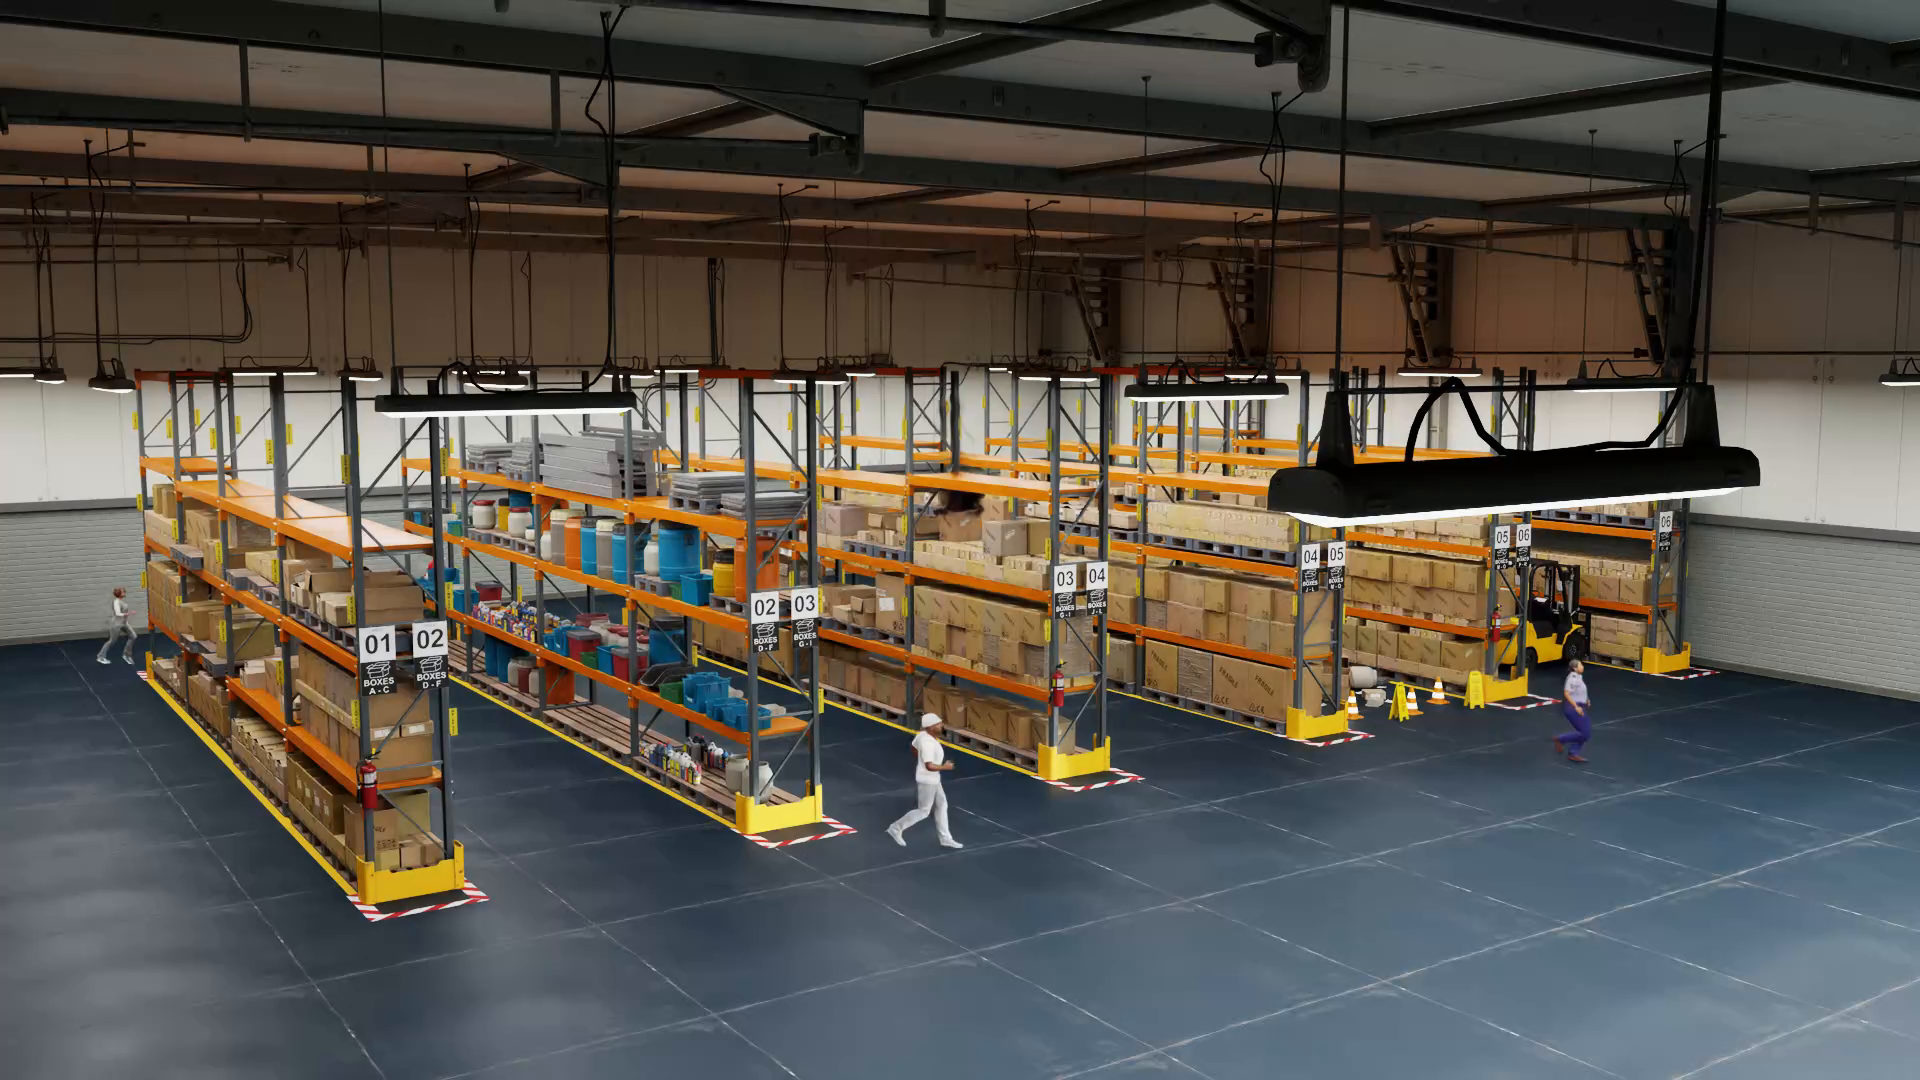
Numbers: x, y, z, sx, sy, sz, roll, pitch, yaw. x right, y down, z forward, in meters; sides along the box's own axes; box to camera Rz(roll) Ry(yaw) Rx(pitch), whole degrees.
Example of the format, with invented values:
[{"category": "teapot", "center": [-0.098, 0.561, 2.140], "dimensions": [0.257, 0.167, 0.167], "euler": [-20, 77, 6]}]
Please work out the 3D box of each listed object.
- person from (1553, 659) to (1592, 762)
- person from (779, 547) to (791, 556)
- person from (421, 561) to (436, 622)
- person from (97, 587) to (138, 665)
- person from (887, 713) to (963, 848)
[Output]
[{"category": "person", "center": [9.512, 2.641, 25.820], "dimensions": [0.560, 1.605, 0.621], "euler": [2, 7, 18]}, {"category": "person", "center": [-4.326, 0.750, 41.807], "dimensions": [0.647, 1.740, 0.584], "euler": [2, 7, 13]}, {"category": "person", "center": [-11.522, 1.348, 36.622], "dimensions": [0.633, 1.820, 0.641], "euler": [-6, 9, -41]}, {"category": "person", "center": [-17.016, 1.745, 33.634], "dimensions": [0.828, 1.614, 0.544], "euler": [-1, 6, -5]}, {"category": "person", "center": [-0.443, 3.071, 21.147], "dimensions": [0.977, 1.772, 0.710], "euler": [0, 6, -3]}]
